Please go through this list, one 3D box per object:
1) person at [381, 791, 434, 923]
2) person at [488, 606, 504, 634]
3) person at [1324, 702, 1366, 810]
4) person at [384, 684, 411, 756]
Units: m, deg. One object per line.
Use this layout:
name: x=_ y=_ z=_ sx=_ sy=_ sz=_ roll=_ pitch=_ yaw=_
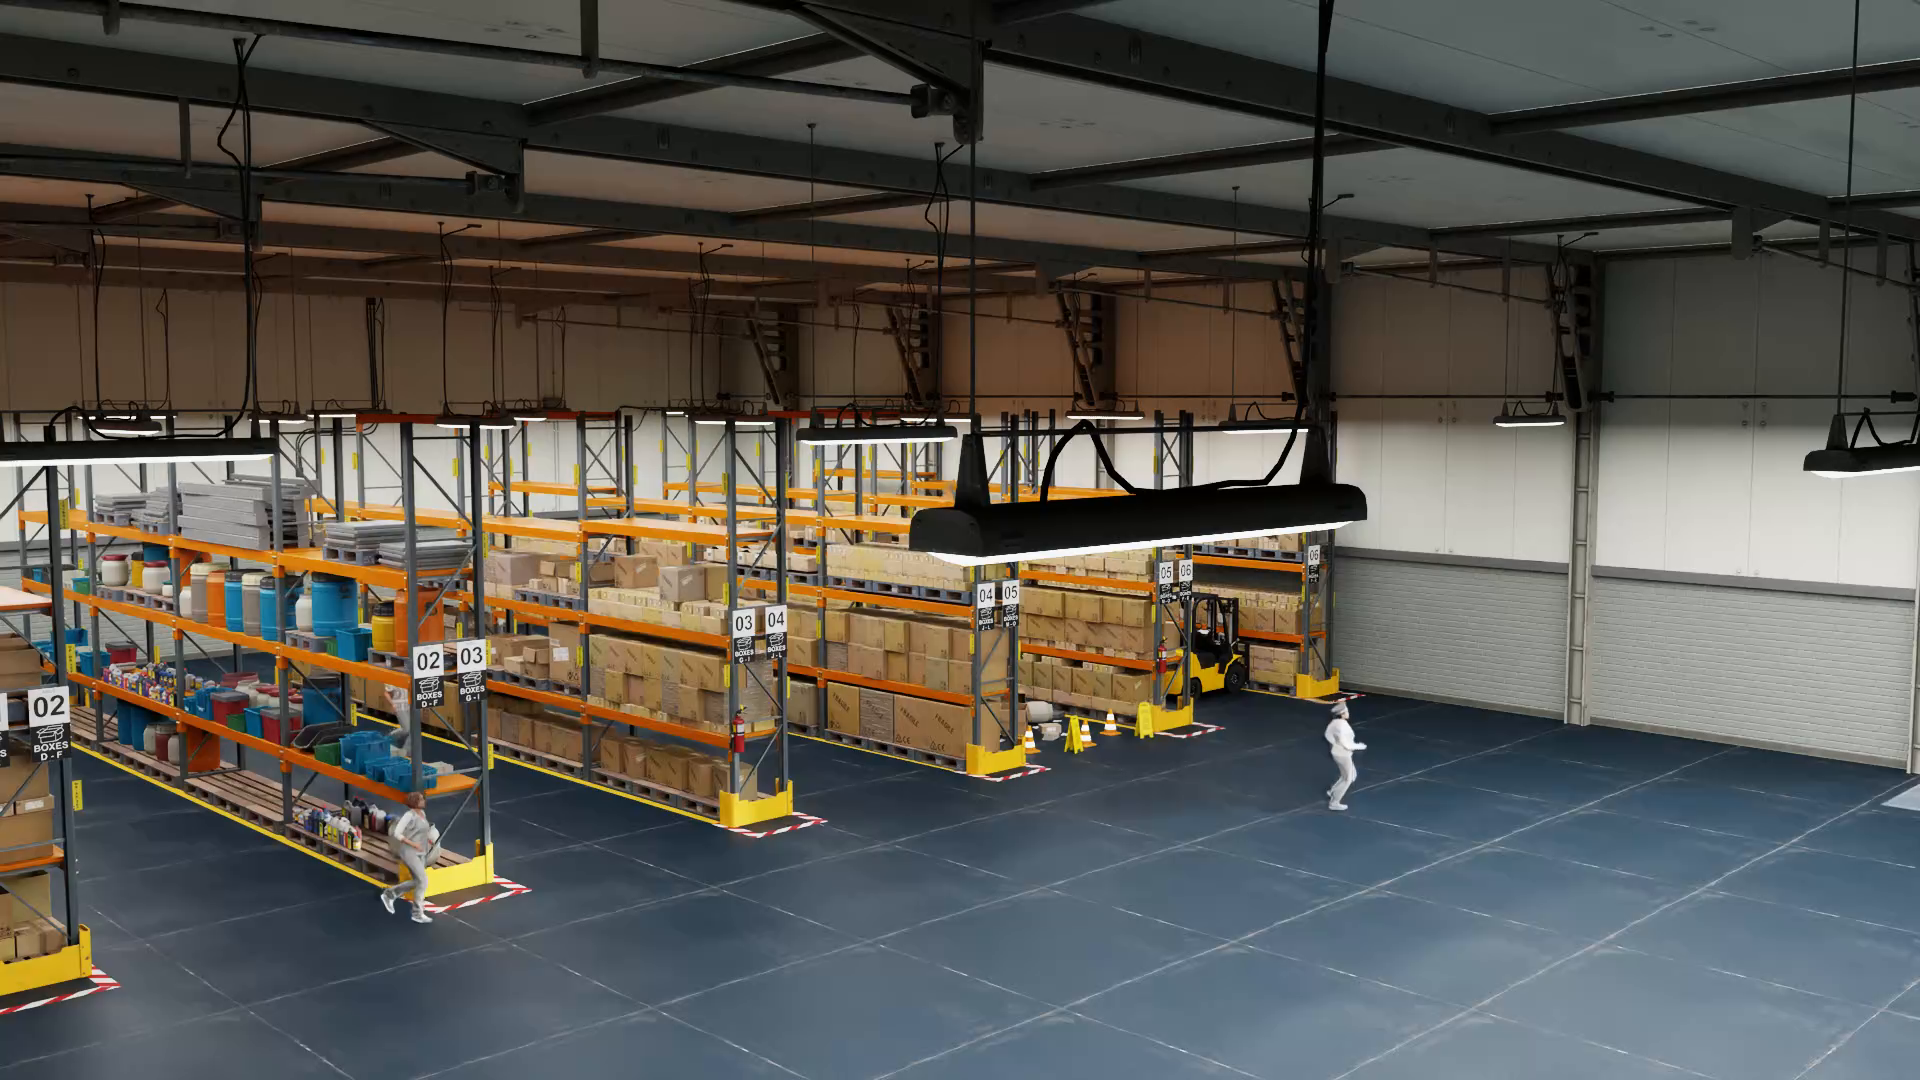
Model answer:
person: x=-6.673 y=3.827 z=20.154 sx=0.669 sy=1.568 sz=0.580 roll=1 pitch=5 yaw=8
person: x=-11.380 y=2.012 z=40.689 sx=1.051 sy=1.547 sz=0.667 roll=-1 pitch=5 yaw=-13
person: x=5.895 y=3.291 z=25.391 sx=0.546 sy=1.655 sz=0.603 roll=0 pitch=5 yaw=-3
person: x=-9.730 y=2.937 z=29.201 sx=0.598 sy=1.736 sz=0.667 roll=4 pitch=6 yaw=37
